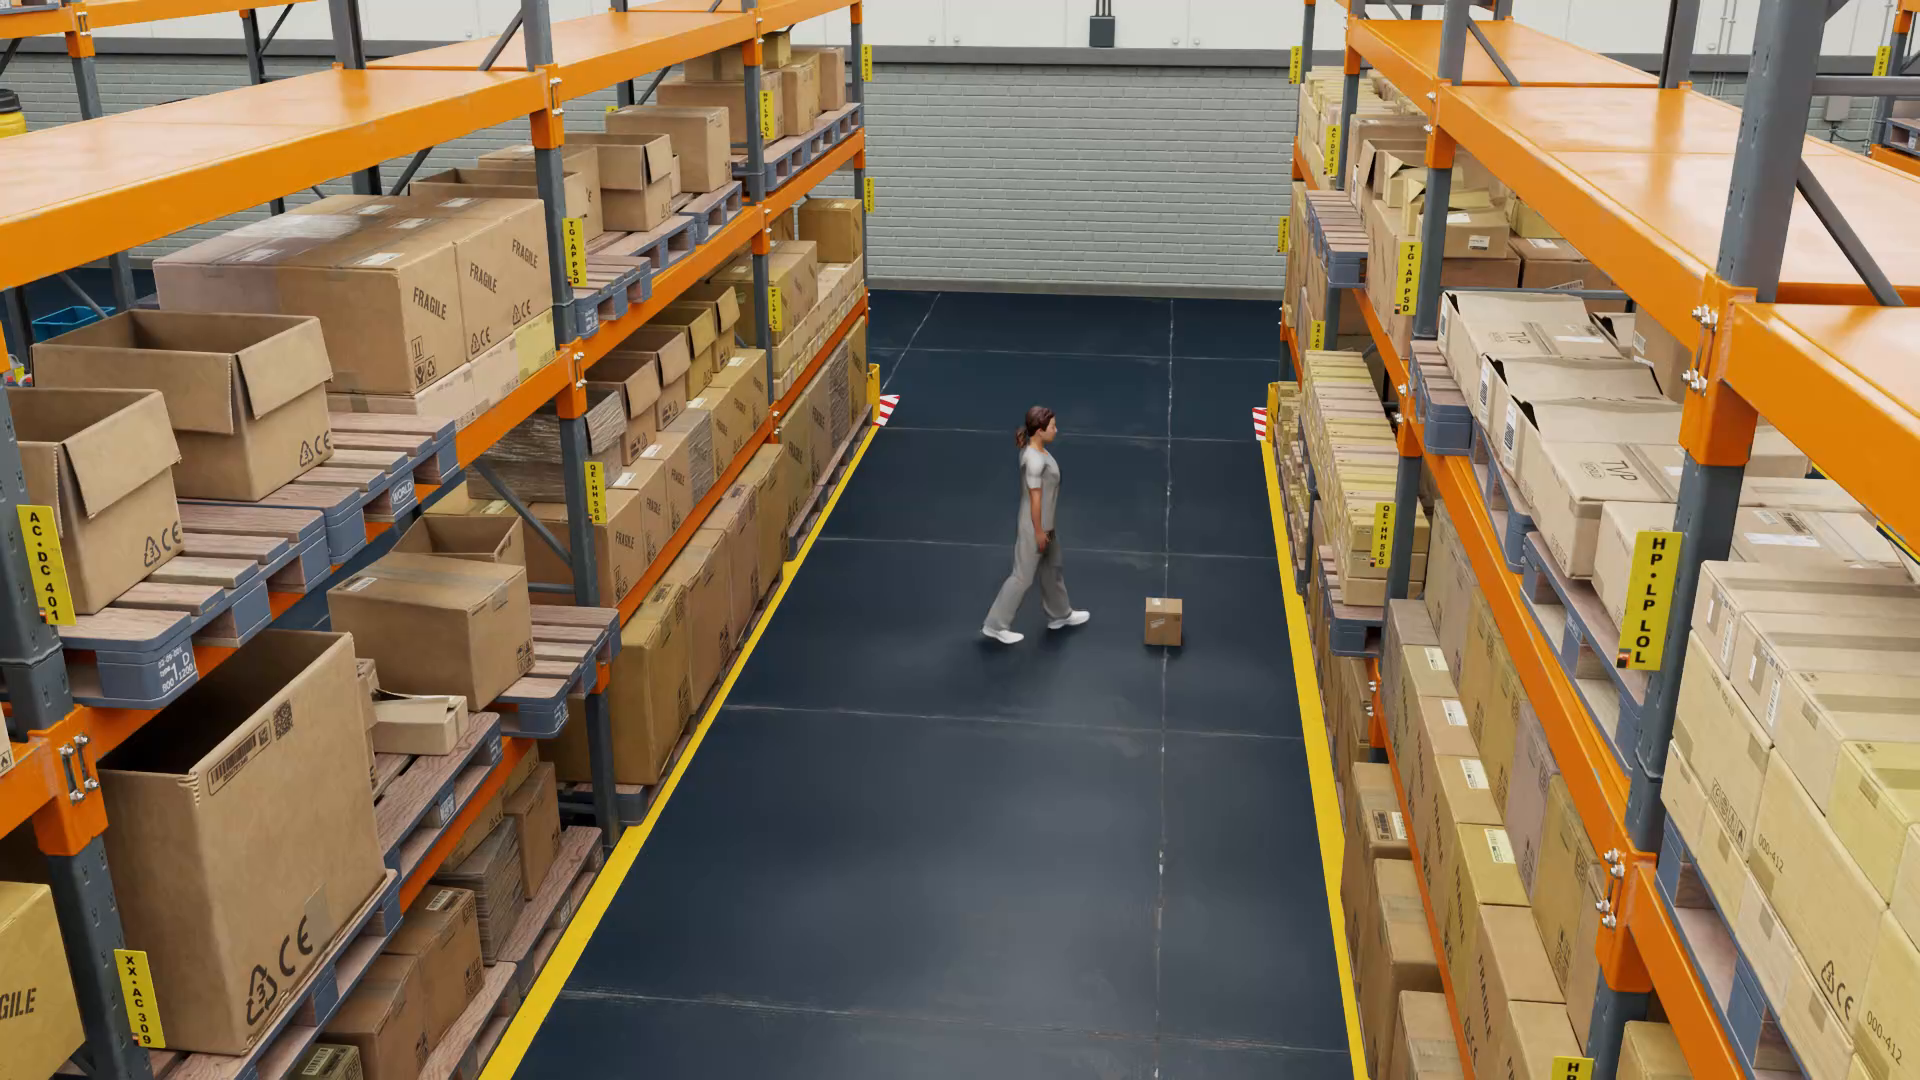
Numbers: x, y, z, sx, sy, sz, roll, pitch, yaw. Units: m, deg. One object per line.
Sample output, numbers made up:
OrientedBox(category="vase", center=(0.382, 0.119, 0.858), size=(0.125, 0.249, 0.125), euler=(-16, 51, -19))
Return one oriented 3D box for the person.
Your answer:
OrientedBox(category="person", center=(0.535, -0.108, 11.362), size=(0.759, 1.664, 0.470), euler=(0, 21, 1))
